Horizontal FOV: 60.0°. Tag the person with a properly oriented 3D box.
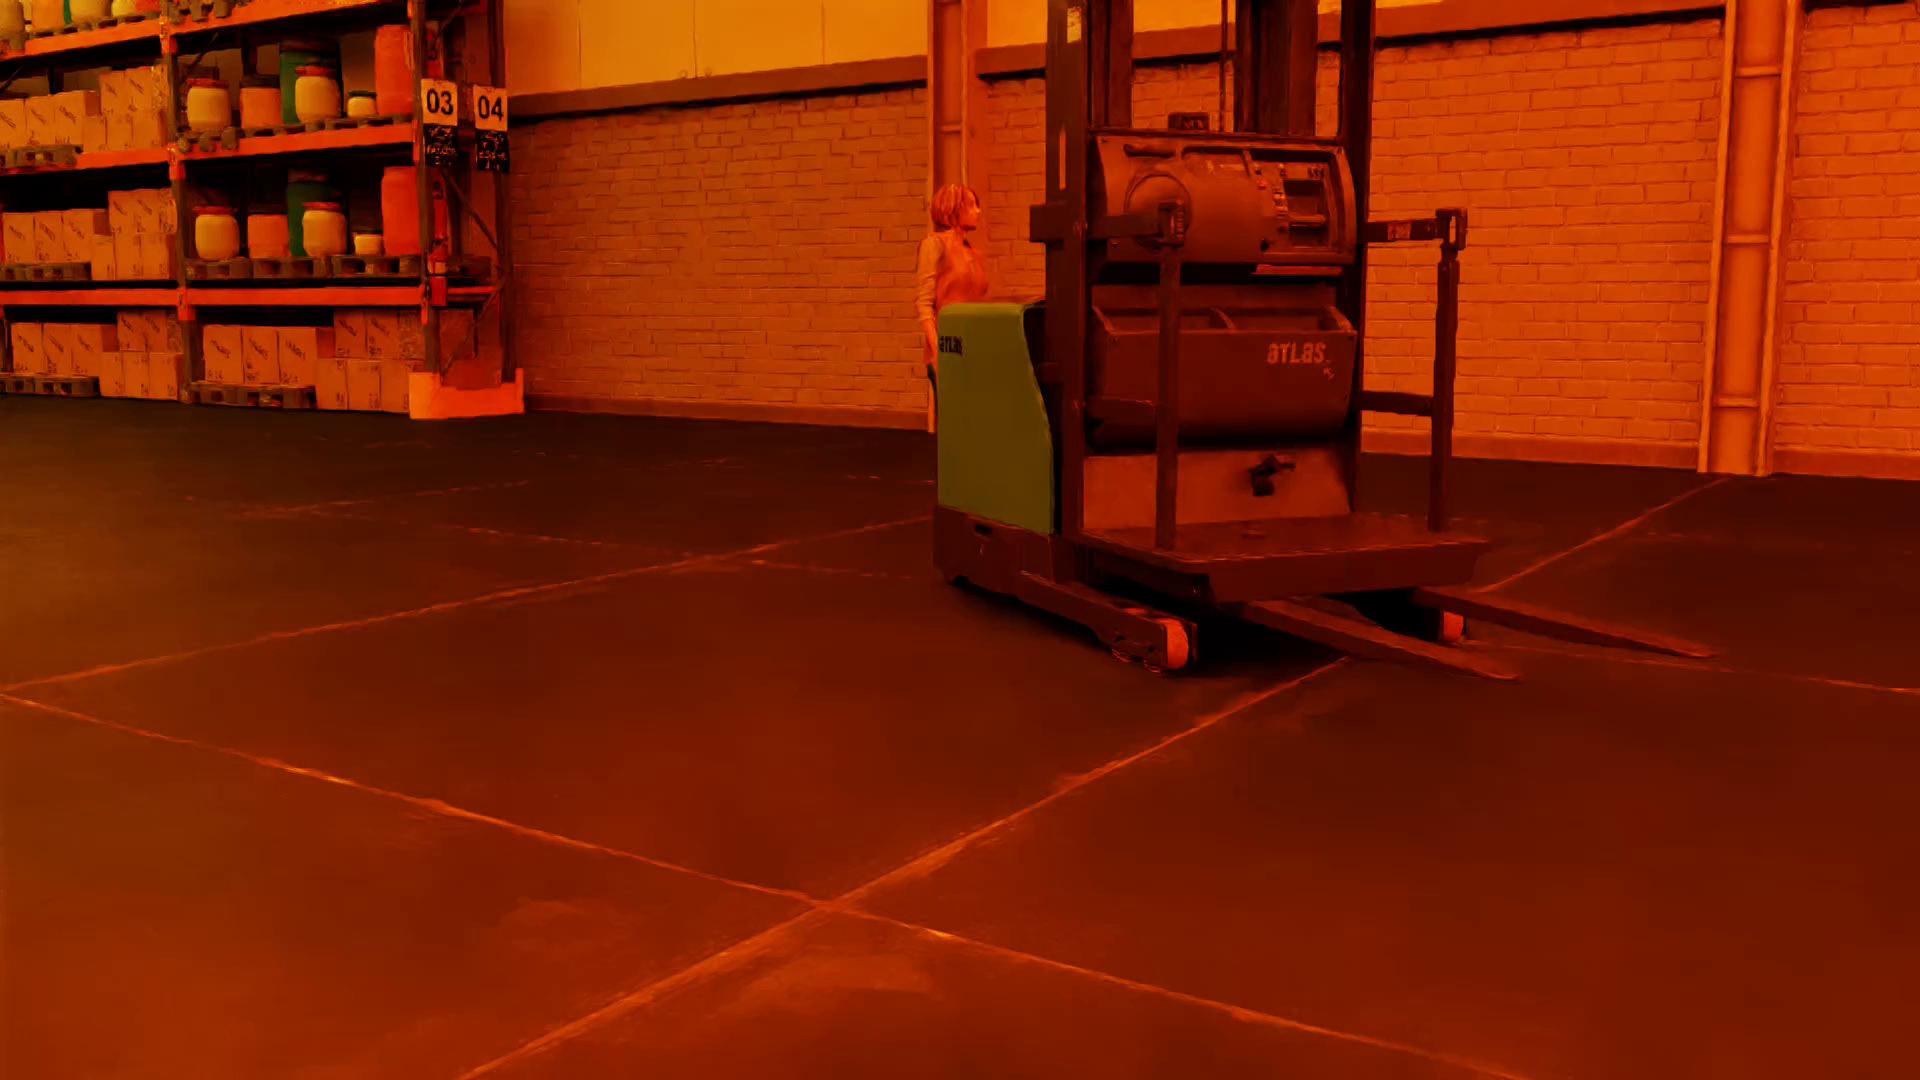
[{"bbox_3d":[0.054,-0.790,7.438,0.474,1.597,0.520,5,10,34],"label":"person"}]

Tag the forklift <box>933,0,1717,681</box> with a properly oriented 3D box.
[{"bbox_3d":[0.947,-1.129,5.131,1.130,2.935,3.031,-3,9,-23],"label":"forklift"}]
